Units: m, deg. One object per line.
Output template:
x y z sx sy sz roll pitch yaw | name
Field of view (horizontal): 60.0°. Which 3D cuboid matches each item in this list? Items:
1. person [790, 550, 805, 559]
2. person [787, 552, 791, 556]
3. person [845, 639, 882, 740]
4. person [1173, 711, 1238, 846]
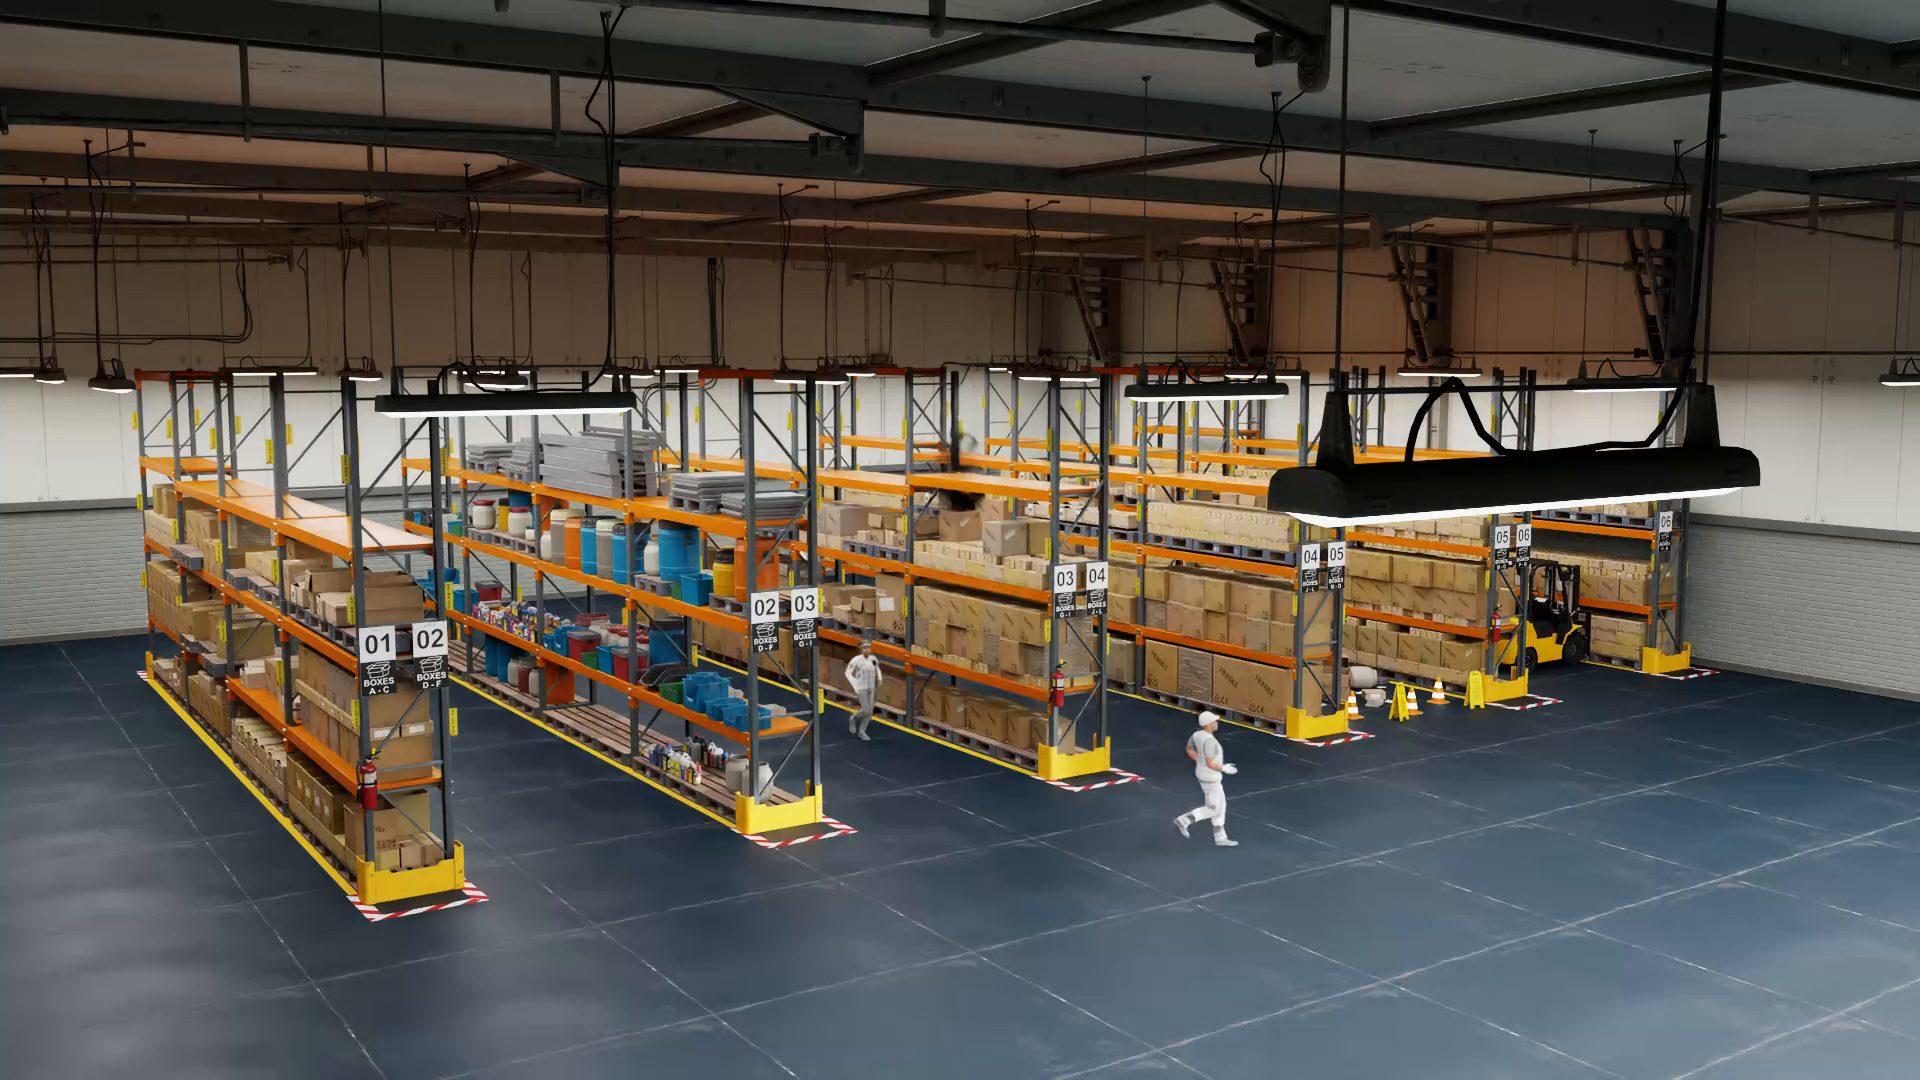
-4.245 0.804 41.540 0.775 1.694 0.773 -2 7 -21 | person
-3.984 1.095 39.131 0.644 1.682 0.783 -2 7 -20 | person
-1.573 2.444 27.225 0.511 1.669 0.569 -4 8 -32 | person
3.144 3.062 21.270 0.869 1.772 0.657 -1 6 -7 | person
